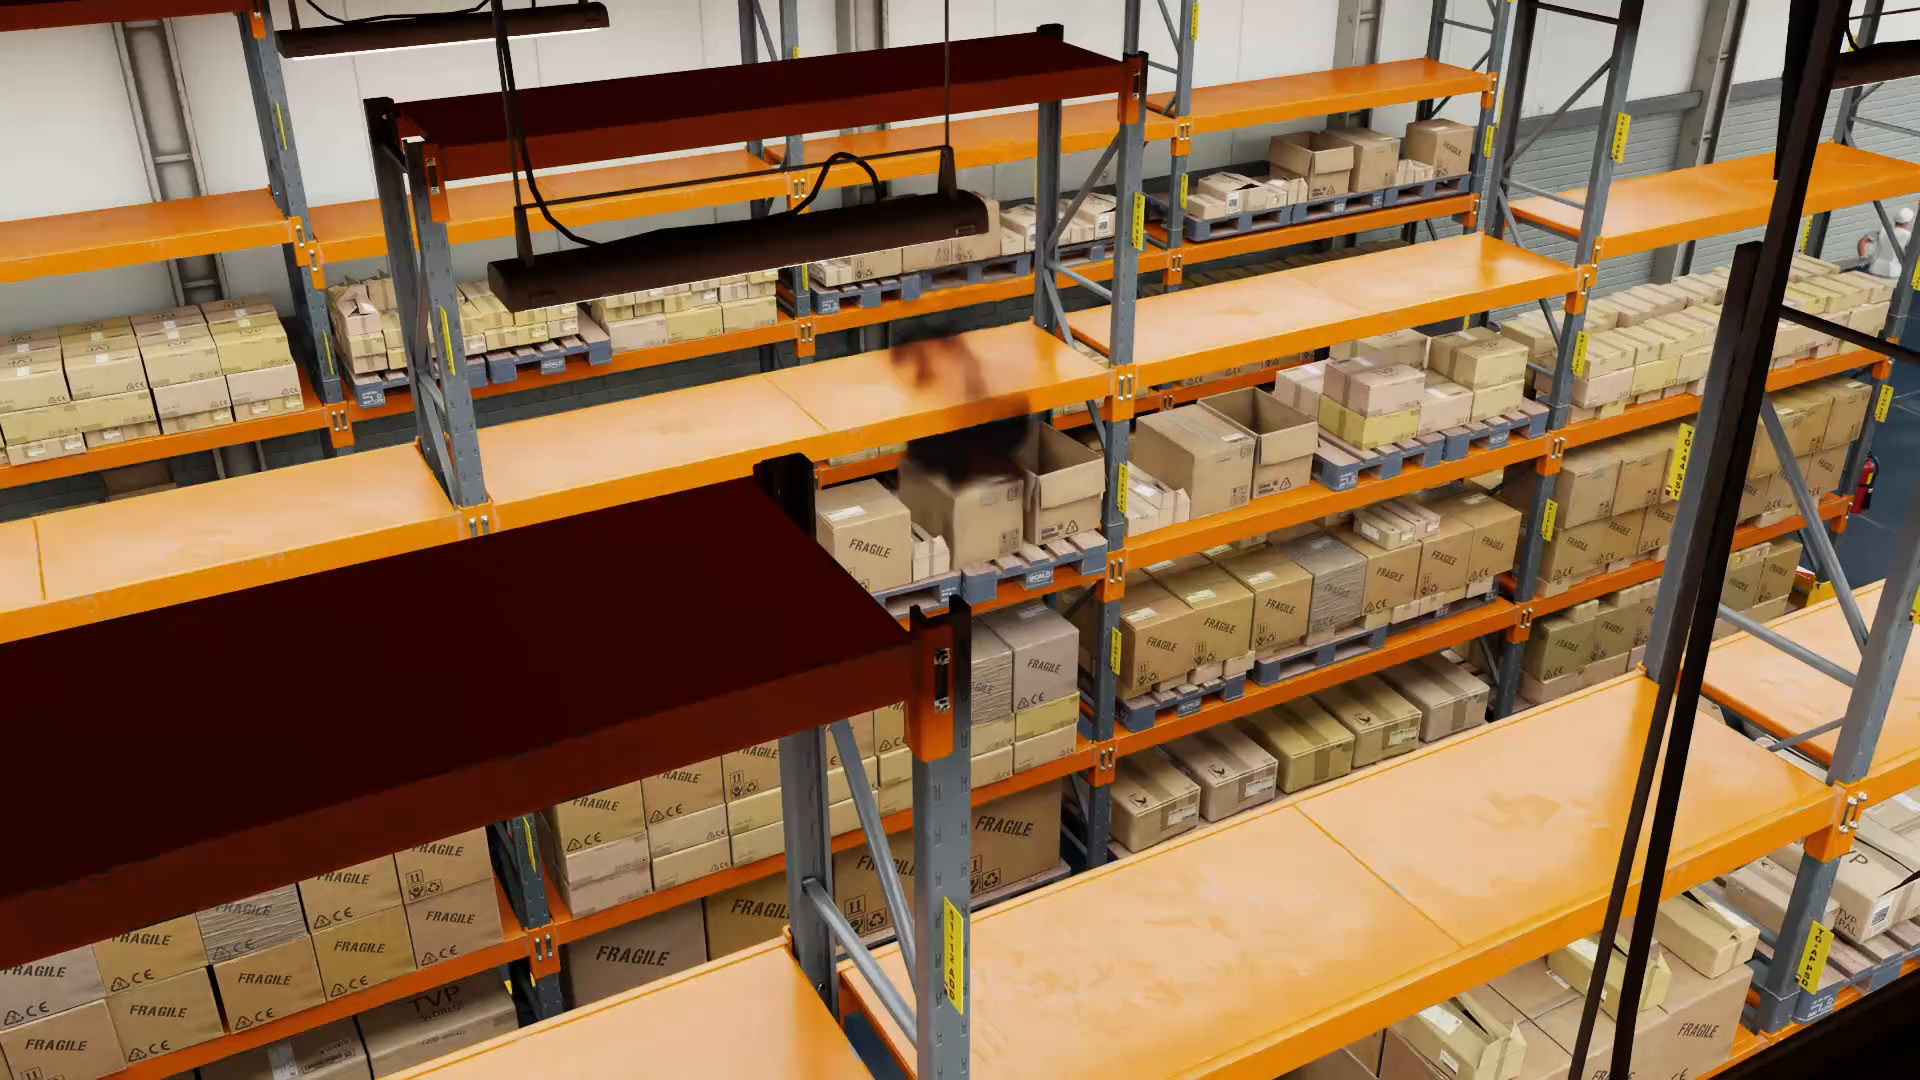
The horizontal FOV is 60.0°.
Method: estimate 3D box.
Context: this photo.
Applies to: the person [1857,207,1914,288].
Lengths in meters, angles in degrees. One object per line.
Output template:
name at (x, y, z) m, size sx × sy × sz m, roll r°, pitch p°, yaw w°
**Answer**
person at (11.952, -3.401, 21.529) m, size 0.952 × 1.831 × 0.692 m, roll -20°, pitch 34°, yaw -33°
